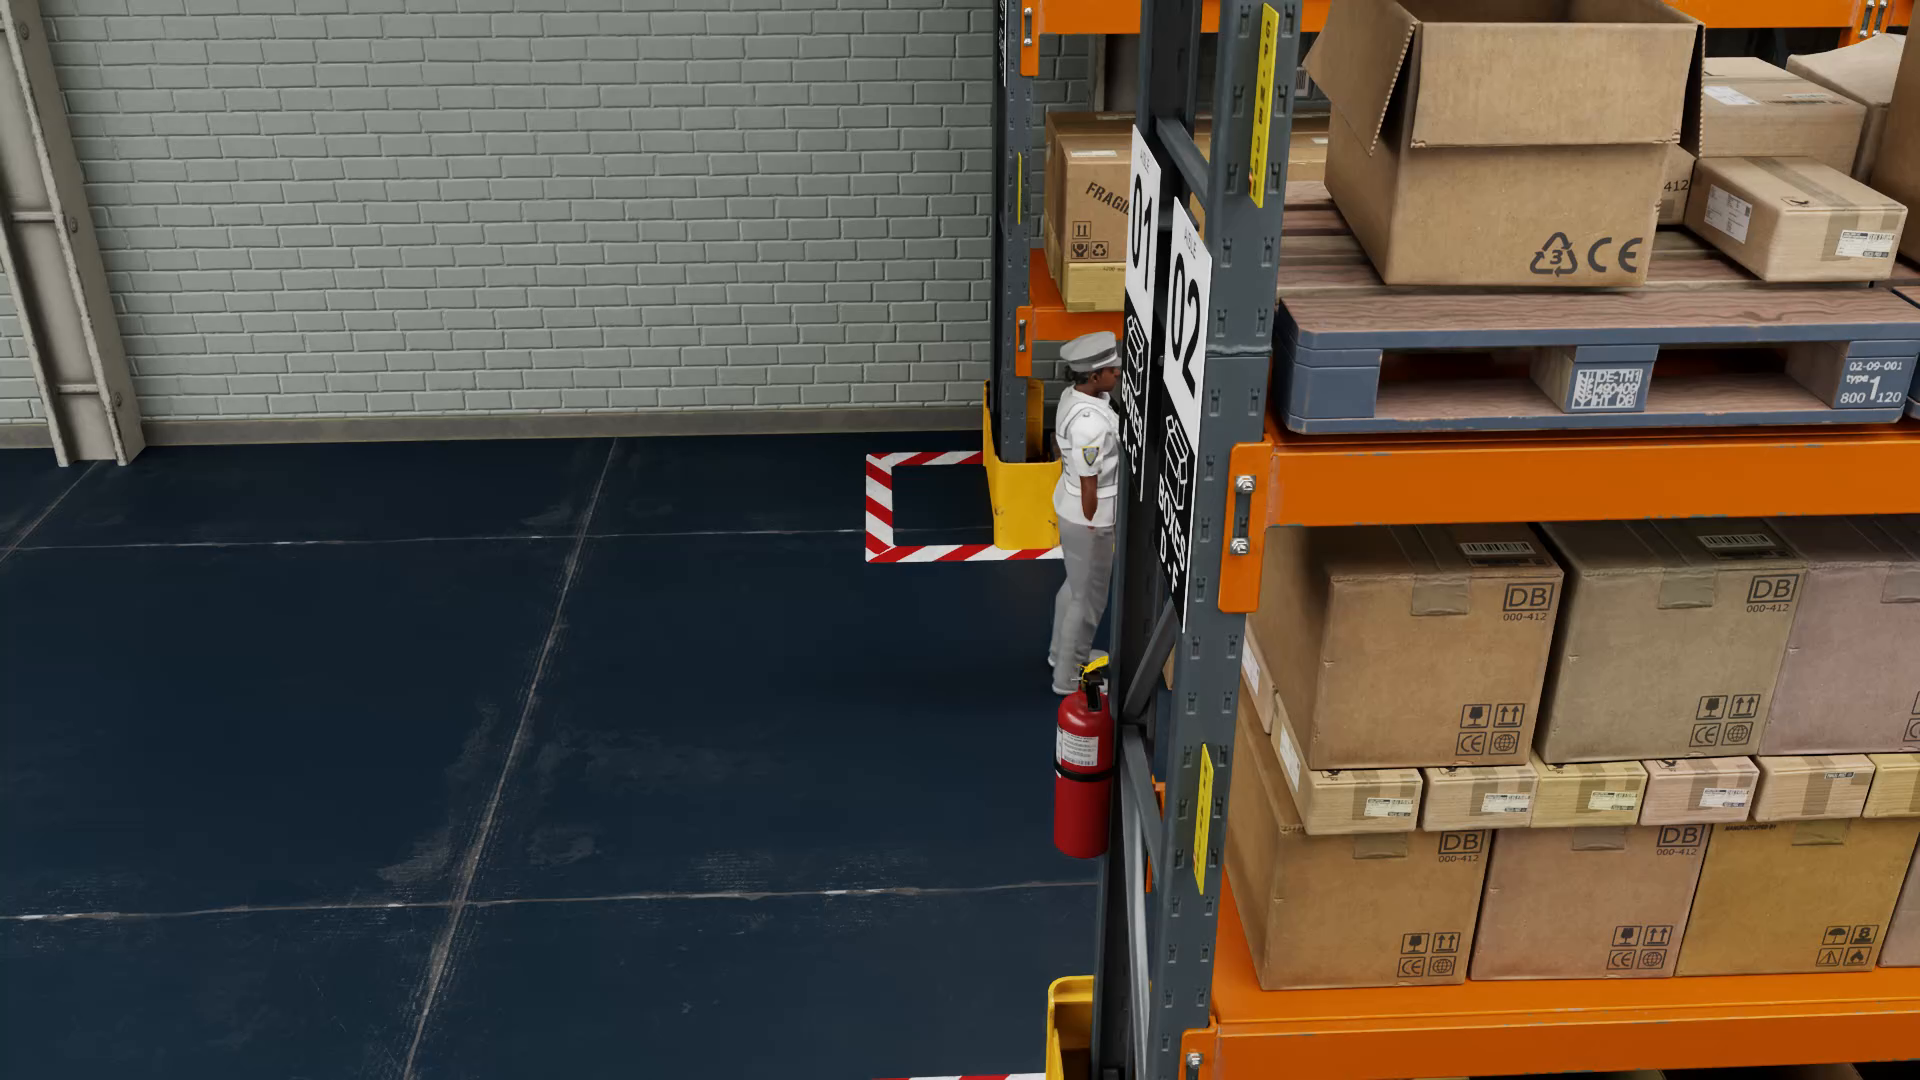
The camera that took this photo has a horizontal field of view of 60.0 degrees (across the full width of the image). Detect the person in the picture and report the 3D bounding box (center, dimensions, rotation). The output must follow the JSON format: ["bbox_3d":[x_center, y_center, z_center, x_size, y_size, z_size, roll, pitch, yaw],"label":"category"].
[{"bbox_3d":[0.576,-0.111,7.315,0.339,1.680,0.426,0,28,-1],"label":"person"}]
